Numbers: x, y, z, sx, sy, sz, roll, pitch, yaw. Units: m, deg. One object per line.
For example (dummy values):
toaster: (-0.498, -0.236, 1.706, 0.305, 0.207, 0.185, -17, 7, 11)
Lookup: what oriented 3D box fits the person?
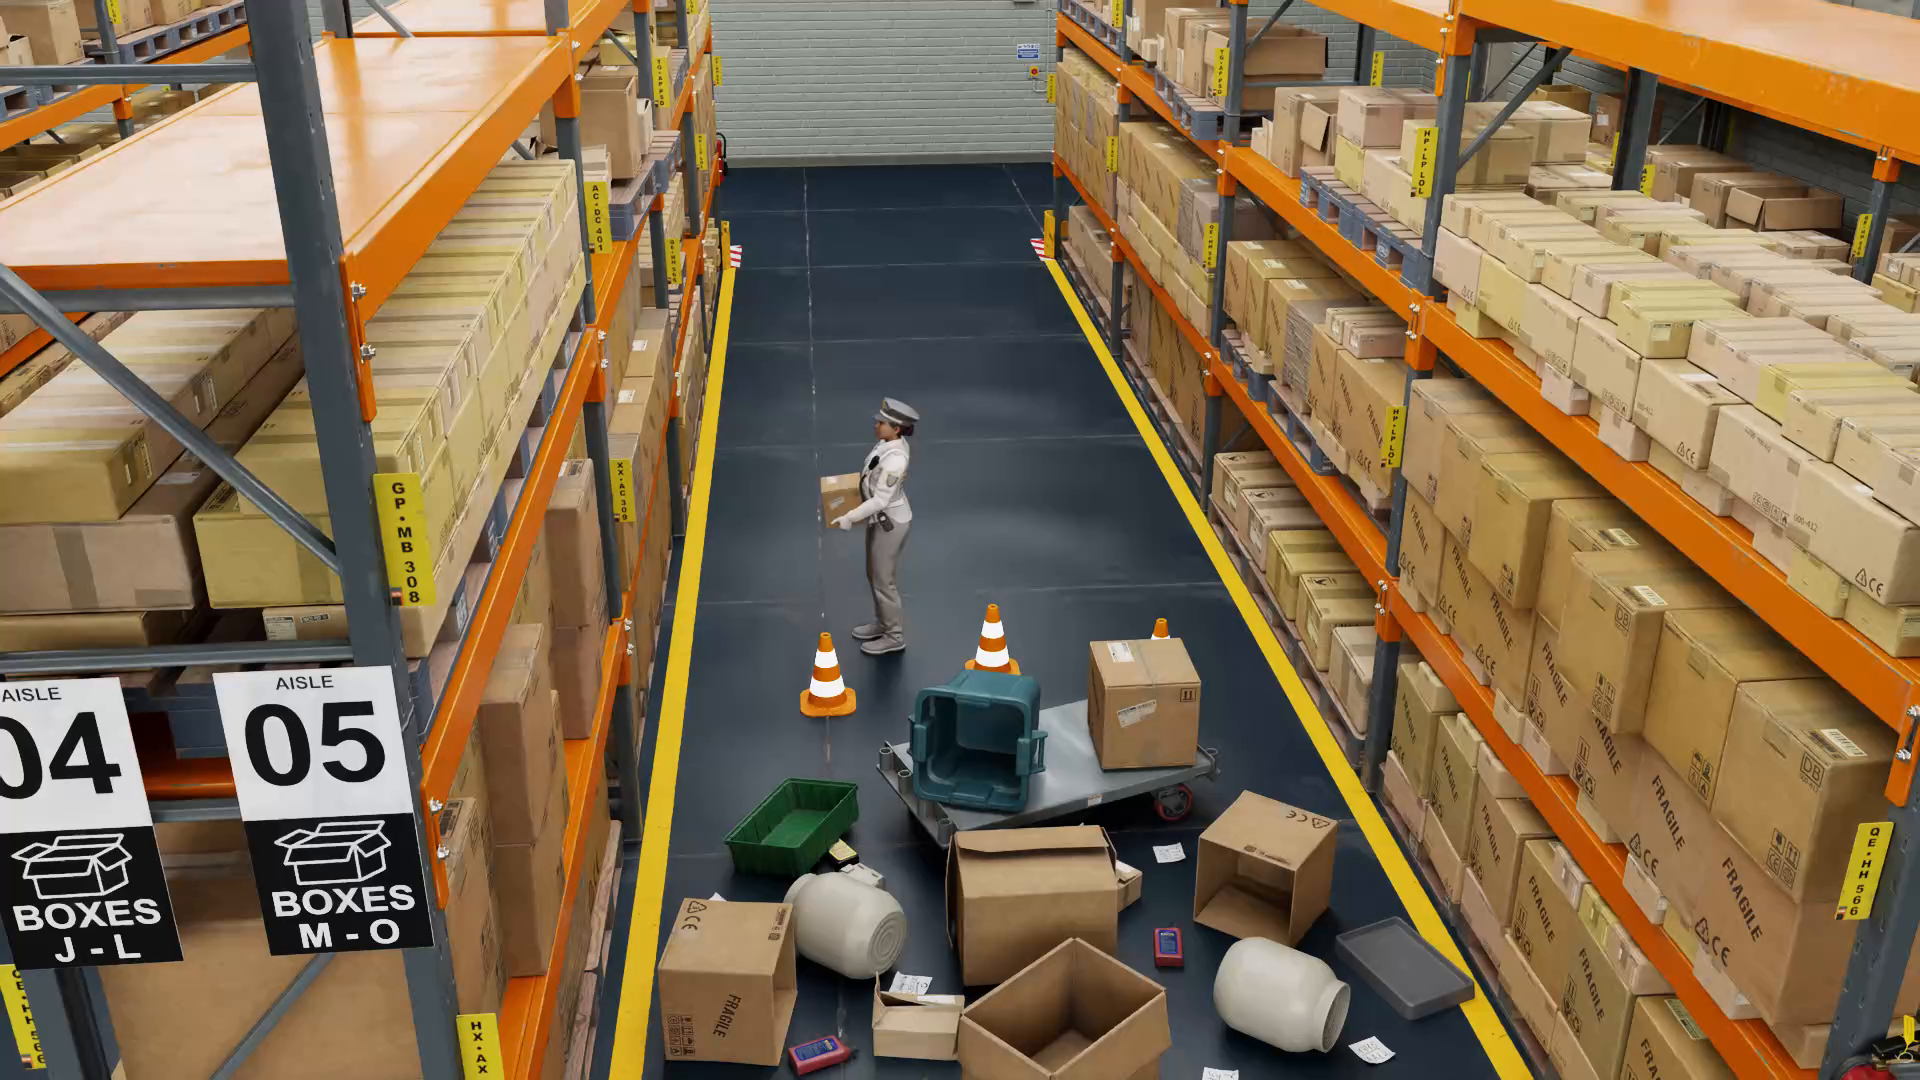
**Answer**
person: (-0.532, -0.102, 10.503, 0.563, 1.687, 0.460, -2, 24, -5)
